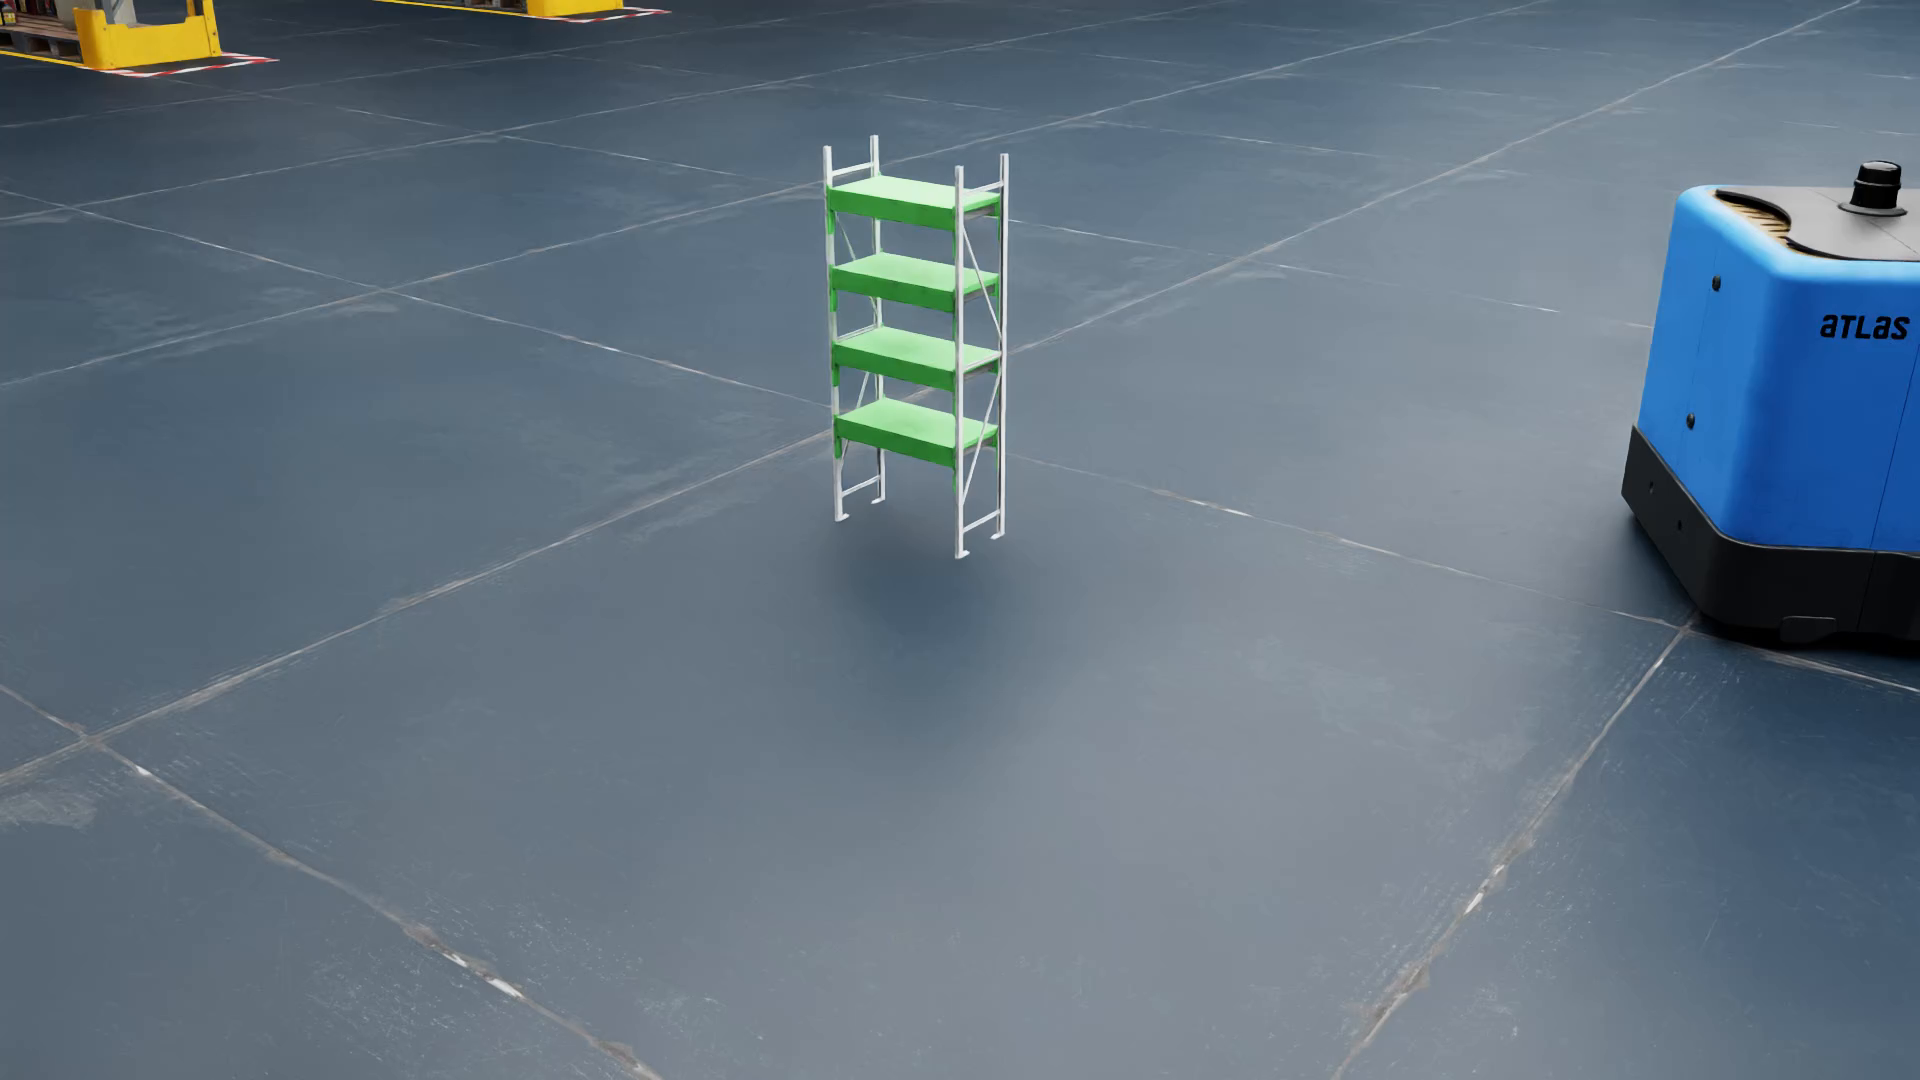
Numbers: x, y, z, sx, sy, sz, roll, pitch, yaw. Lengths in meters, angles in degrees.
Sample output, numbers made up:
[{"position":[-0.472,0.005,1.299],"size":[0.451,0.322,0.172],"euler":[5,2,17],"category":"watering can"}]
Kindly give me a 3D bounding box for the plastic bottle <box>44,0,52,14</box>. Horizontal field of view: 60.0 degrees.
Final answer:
[{"position":[-9.116,-5.377,16.659],"size":[0.097,0.201,0.097],"euler":[0,24,0],"category":"plastic bottle"}]

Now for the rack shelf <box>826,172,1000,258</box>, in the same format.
[{"position":[-0.132,-0.970,4.931],"size":[0.480,0.148,0.258],"euler":[17,29,33],"category":"rack shelf"}]

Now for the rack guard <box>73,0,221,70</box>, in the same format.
[{"position":[-7.343,-4.596,15.061],"size":[0.348,0.500,1.175],"euler":[17,29,33],"category":"rack guard"}]

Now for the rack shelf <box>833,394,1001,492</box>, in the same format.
[{"position":[-0.132,-0.311,5.221],"size":[0.480,0.148,0.258],"euler":[17,29,33],"category":"rack shelf"}]

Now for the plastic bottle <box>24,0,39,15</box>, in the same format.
[{"position":[-9.291,-5.400,16.609],"size":[0.133,0.283,0.061],"euler":[17,29,33],"category":"plastic bottle"}]

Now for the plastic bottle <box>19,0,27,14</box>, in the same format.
[{"position":[-9.396,-5.436,16.690],"size":[0.133,0.283,0.061],"euler":[17,29,33],"category":"plastic bottle"}]

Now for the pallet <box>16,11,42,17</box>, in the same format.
[{"position":[-9.943,-5.252,16.908],"size":[1.213,0.211,1.003],"euler":[17,29,33],"category":"pallet"}]

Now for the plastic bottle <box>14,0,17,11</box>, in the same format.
[{"position":[-9.682,-5.496,16.836],"size":[0.135,0.276,0.152],"euler":[17,29,33],"category":"plastic bottle"}]

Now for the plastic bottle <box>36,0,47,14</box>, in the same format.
[{"position":[-9.227,-5.431,16.688],"size":[0.135,0.276,0.152],"euler":[17,29,34],"category":"plastic bottle"}]

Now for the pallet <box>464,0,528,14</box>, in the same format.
[{"position":[-4.973,-6.285,19.252],"size":[1.213,0.211,1.003],"euler":[17,29,33],"category":"pallet"}]

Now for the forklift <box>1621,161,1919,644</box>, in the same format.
[{"position":[3.610,-1.186,4.307],"size":[3.031,2.935,1.130],"euler":[2,24,6],"category":"forklift"}]

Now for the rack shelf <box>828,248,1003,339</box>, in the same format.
[{"position":[-0.132,-0.750,5.028],"size":[0.480,0.148,0.258],"euler":[17,29,33],"category":"rack shelf"}]

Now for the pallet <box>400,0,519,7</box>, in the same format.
[{"position":[-5.945,-6.580,19.922],"size":[1.213,0.211,1.003],"euler":[17,29,33],"category":"pallet"}]

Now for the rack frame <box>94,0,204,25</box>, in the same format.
[{"position":[-7.254,-5.737,14.550],"size":[0.127,3.000,1.000],"euler":[17,29,33],"category":"rack frame"}]

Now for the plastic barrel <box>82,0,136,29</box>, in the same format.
[{"position":[-7.827,-4.925,15.272],"size":[0.421,0.512,0.421],"euler":[0,24,0],"category":"plastic barrel"}]

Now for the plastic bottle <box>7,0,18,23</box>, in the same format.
[{"position":[-9.109,-5.102,15.932],"size":[0.133,0.283,0.061],"euler":[17,29,33],"category":"plastic bottle"}]

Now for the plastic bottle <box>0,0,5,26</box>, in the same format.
[{"position":[-9.091,-5.020,15.746],"size":[0.133,0.283,0.061],"euler":[18,29,35],"category":"plastic bottle"}]

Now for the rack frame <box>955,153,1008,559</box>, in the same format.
[{"position":[0.063,-0.530,4.965],"size":[0.015,1.200,0.240],"euler":[17,29,33],"category":"rack frame"}]

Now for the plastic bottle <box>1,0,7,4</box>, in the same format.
[{"position":[-9.172,-5.064,15.855],"size":[0.135,0.276,0.152],"euler":[17,29,34],"category":"plastic bottle"}]

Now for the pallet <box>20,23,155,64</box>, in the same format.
[{"position":[-7.990,-4.662,15.569],"size":[1.213,0.211,1.003],"euler":[17,29,33],"category":"pallet"}]

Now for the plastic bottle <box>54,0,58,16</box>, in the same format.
[{"position":[-8.952,-5.327,16.546],"size":[0.097,0.201,0.097],"euler":[0,24,0],"category":"plastic bottle"}]

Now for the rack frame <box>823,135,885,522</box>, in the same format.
[{"position":[-0.328,-0.648,5.233],"size":[0.015,1.200,0.240],"euler":[17,29,33],"category":"rack frame"}]

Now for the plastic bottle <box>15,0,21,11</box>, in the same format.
[{"position":[-9.613,-5.584,16.943],"size":[0.185,0.351,0.144],"euler":[15,28,31],"category":"plastic bottle"}]

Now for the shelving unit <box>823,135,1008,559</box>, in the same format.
[{"position":[-0.132,-0.589,5.099],"size":[0.503,1.200,0.258],"euler":[17,29,33],"category":"shelving unit"}]

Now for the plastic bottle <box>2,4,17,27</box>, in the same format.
[{"position":[-8.987,-4.960,15.712],"size":[0.097,0.201,0.097],"euler":[0,24,0],"category":"plastic bottle"}]

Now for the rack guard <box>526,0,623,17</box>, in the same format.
[{"position":[-4.345,-6.209,18.722],"size":[0.348,0.500,1.175],"euler":[17,29,33],"category":"rack guard"}]

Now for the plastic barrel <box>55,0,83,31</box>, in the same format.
[{"position":[-8.228,-5.046,15.547],"size":[0.421,0.512,0.421],"euler":[0,24,0],"category":"plastic barrel"}]

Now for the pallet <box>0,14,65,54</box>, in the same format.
[{"position":[-8.962,-4.957,16.239],"size":[1.213,0.211,1.003],"euler":[17,29,33],"category":"pallet"}]

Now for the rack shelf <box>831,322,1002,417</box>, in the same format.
[{"position":[-0.132,-0.531,5.125],"size":[0.480,0.148,0.258],"euler":[17,29,33],"category":"rack shelf"}]

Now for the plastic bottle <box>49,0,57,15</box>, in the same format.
[{"position":[-9.035,-5.384,16.589],"size":[0.097,0.271,0.097],"euler":[0,24,0],"category":"plastic bottle"}]
